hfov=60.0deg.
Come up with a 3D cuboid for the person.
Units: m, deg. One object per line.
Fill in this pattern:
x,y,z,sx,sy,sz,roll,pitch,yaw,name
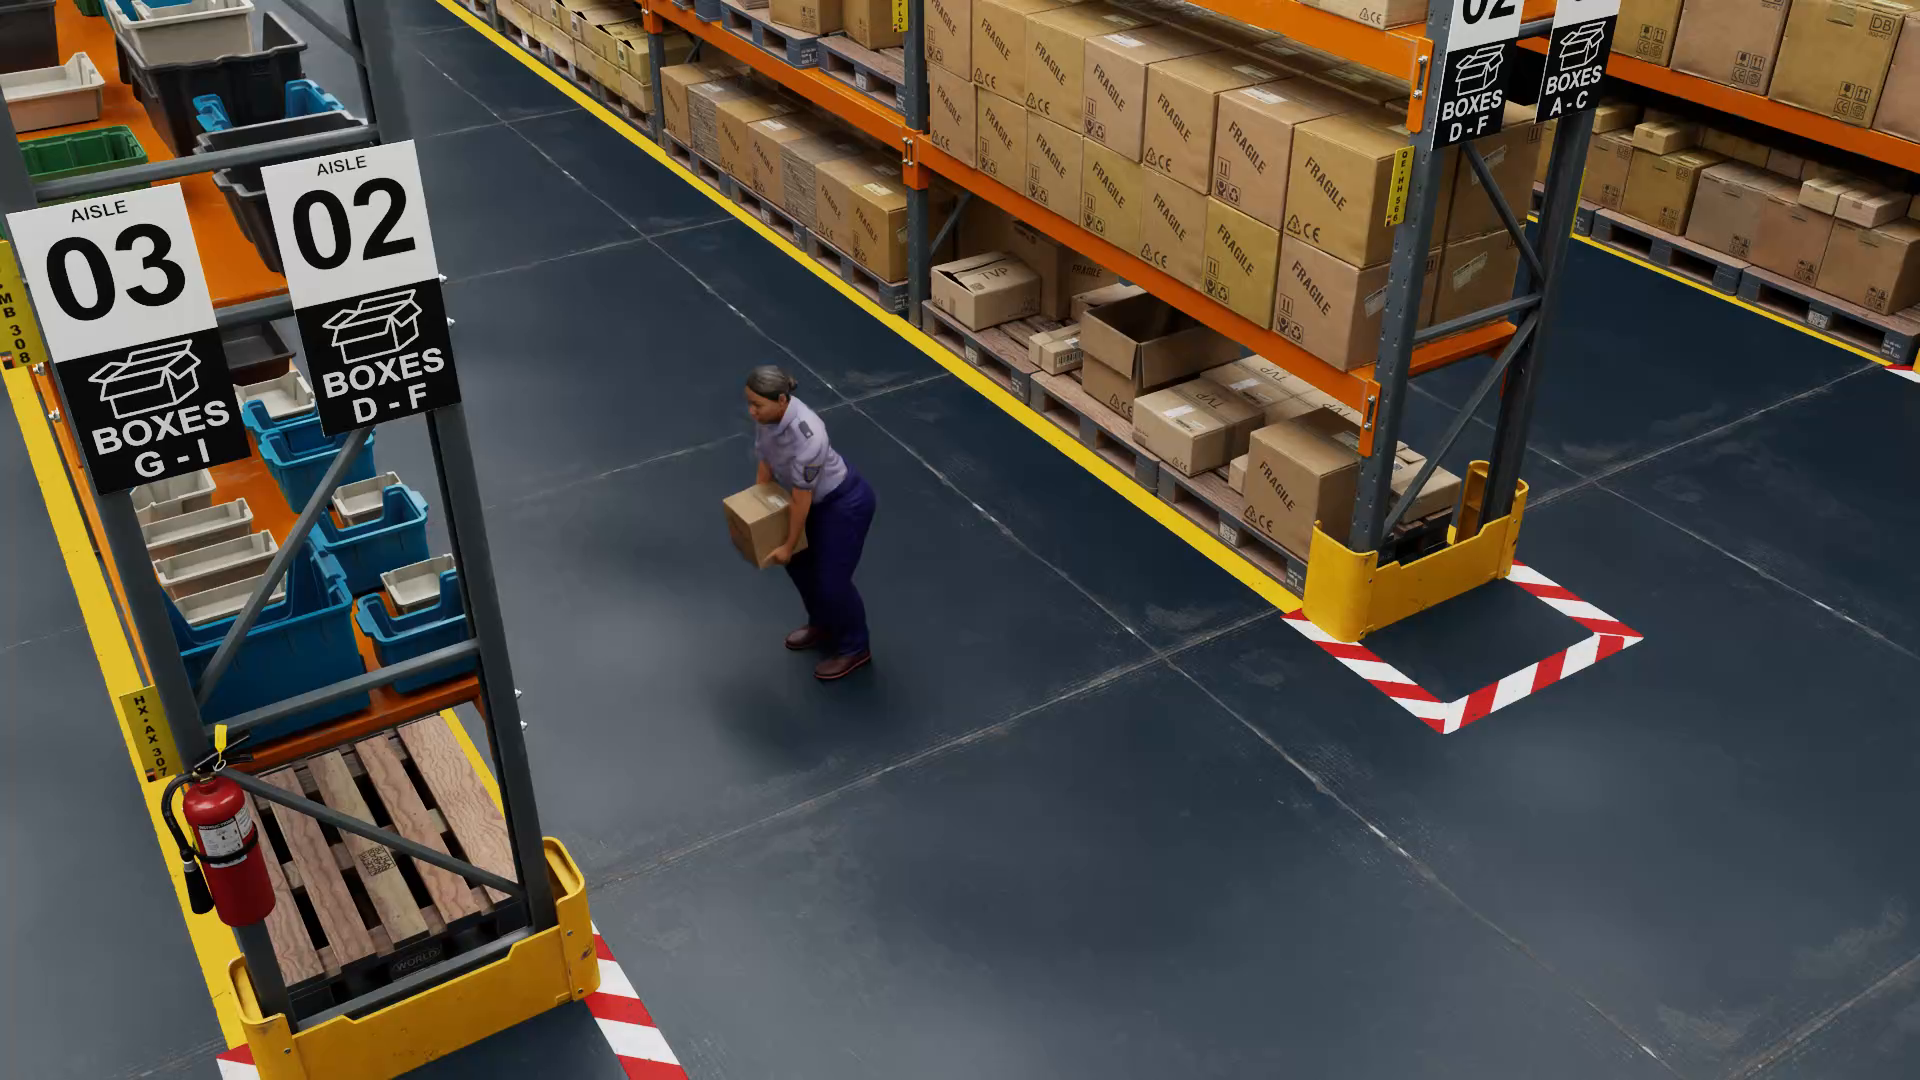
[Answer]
-0.678,-0.107,7.390,0.581,1.580,0.439,-20,38,-28,person
